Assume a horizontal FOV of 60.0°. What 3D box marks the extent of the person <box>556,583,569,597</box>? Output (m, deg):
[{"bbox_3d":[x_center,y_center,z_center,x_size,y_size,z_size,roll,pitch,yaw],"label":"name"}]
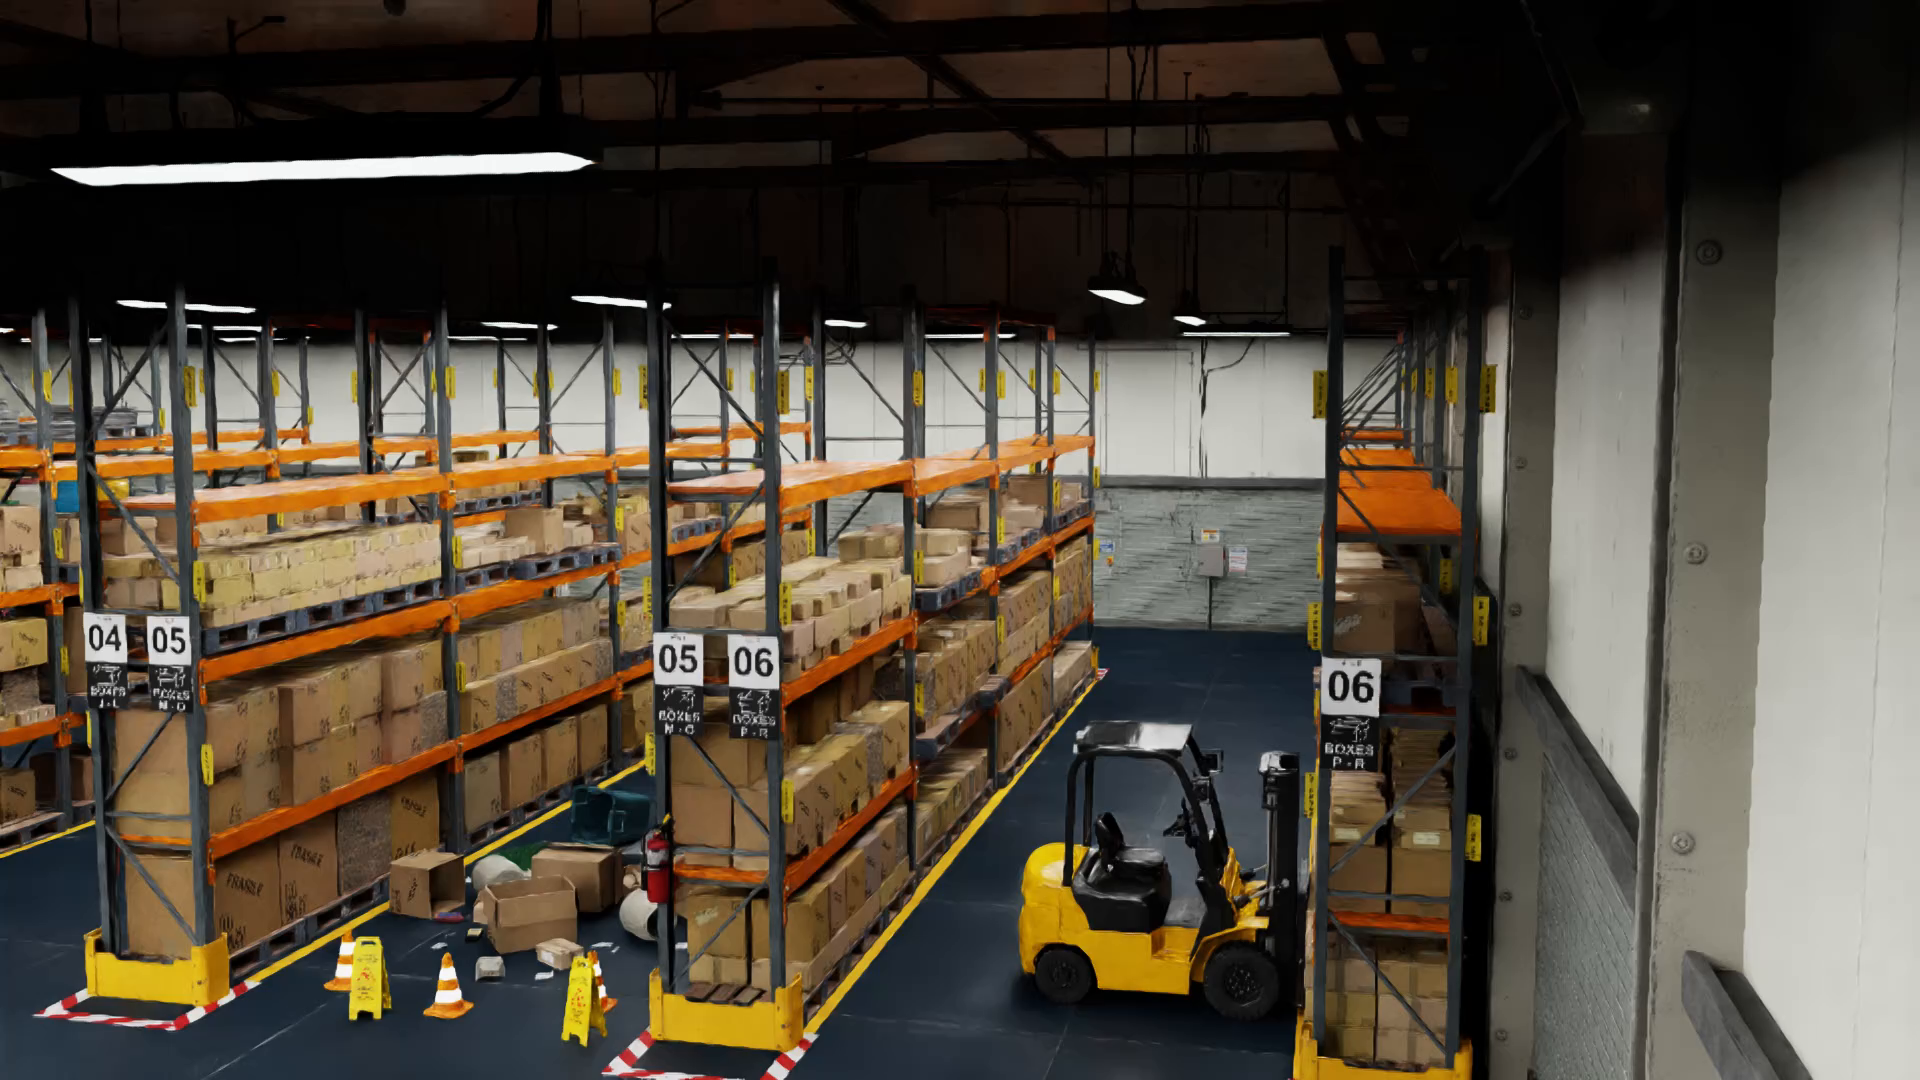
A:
[{"bbox_3d":[-7.640,1.098,31.513,0.556,1.778,0.517,-5,8,-40],"label":"person"}]
